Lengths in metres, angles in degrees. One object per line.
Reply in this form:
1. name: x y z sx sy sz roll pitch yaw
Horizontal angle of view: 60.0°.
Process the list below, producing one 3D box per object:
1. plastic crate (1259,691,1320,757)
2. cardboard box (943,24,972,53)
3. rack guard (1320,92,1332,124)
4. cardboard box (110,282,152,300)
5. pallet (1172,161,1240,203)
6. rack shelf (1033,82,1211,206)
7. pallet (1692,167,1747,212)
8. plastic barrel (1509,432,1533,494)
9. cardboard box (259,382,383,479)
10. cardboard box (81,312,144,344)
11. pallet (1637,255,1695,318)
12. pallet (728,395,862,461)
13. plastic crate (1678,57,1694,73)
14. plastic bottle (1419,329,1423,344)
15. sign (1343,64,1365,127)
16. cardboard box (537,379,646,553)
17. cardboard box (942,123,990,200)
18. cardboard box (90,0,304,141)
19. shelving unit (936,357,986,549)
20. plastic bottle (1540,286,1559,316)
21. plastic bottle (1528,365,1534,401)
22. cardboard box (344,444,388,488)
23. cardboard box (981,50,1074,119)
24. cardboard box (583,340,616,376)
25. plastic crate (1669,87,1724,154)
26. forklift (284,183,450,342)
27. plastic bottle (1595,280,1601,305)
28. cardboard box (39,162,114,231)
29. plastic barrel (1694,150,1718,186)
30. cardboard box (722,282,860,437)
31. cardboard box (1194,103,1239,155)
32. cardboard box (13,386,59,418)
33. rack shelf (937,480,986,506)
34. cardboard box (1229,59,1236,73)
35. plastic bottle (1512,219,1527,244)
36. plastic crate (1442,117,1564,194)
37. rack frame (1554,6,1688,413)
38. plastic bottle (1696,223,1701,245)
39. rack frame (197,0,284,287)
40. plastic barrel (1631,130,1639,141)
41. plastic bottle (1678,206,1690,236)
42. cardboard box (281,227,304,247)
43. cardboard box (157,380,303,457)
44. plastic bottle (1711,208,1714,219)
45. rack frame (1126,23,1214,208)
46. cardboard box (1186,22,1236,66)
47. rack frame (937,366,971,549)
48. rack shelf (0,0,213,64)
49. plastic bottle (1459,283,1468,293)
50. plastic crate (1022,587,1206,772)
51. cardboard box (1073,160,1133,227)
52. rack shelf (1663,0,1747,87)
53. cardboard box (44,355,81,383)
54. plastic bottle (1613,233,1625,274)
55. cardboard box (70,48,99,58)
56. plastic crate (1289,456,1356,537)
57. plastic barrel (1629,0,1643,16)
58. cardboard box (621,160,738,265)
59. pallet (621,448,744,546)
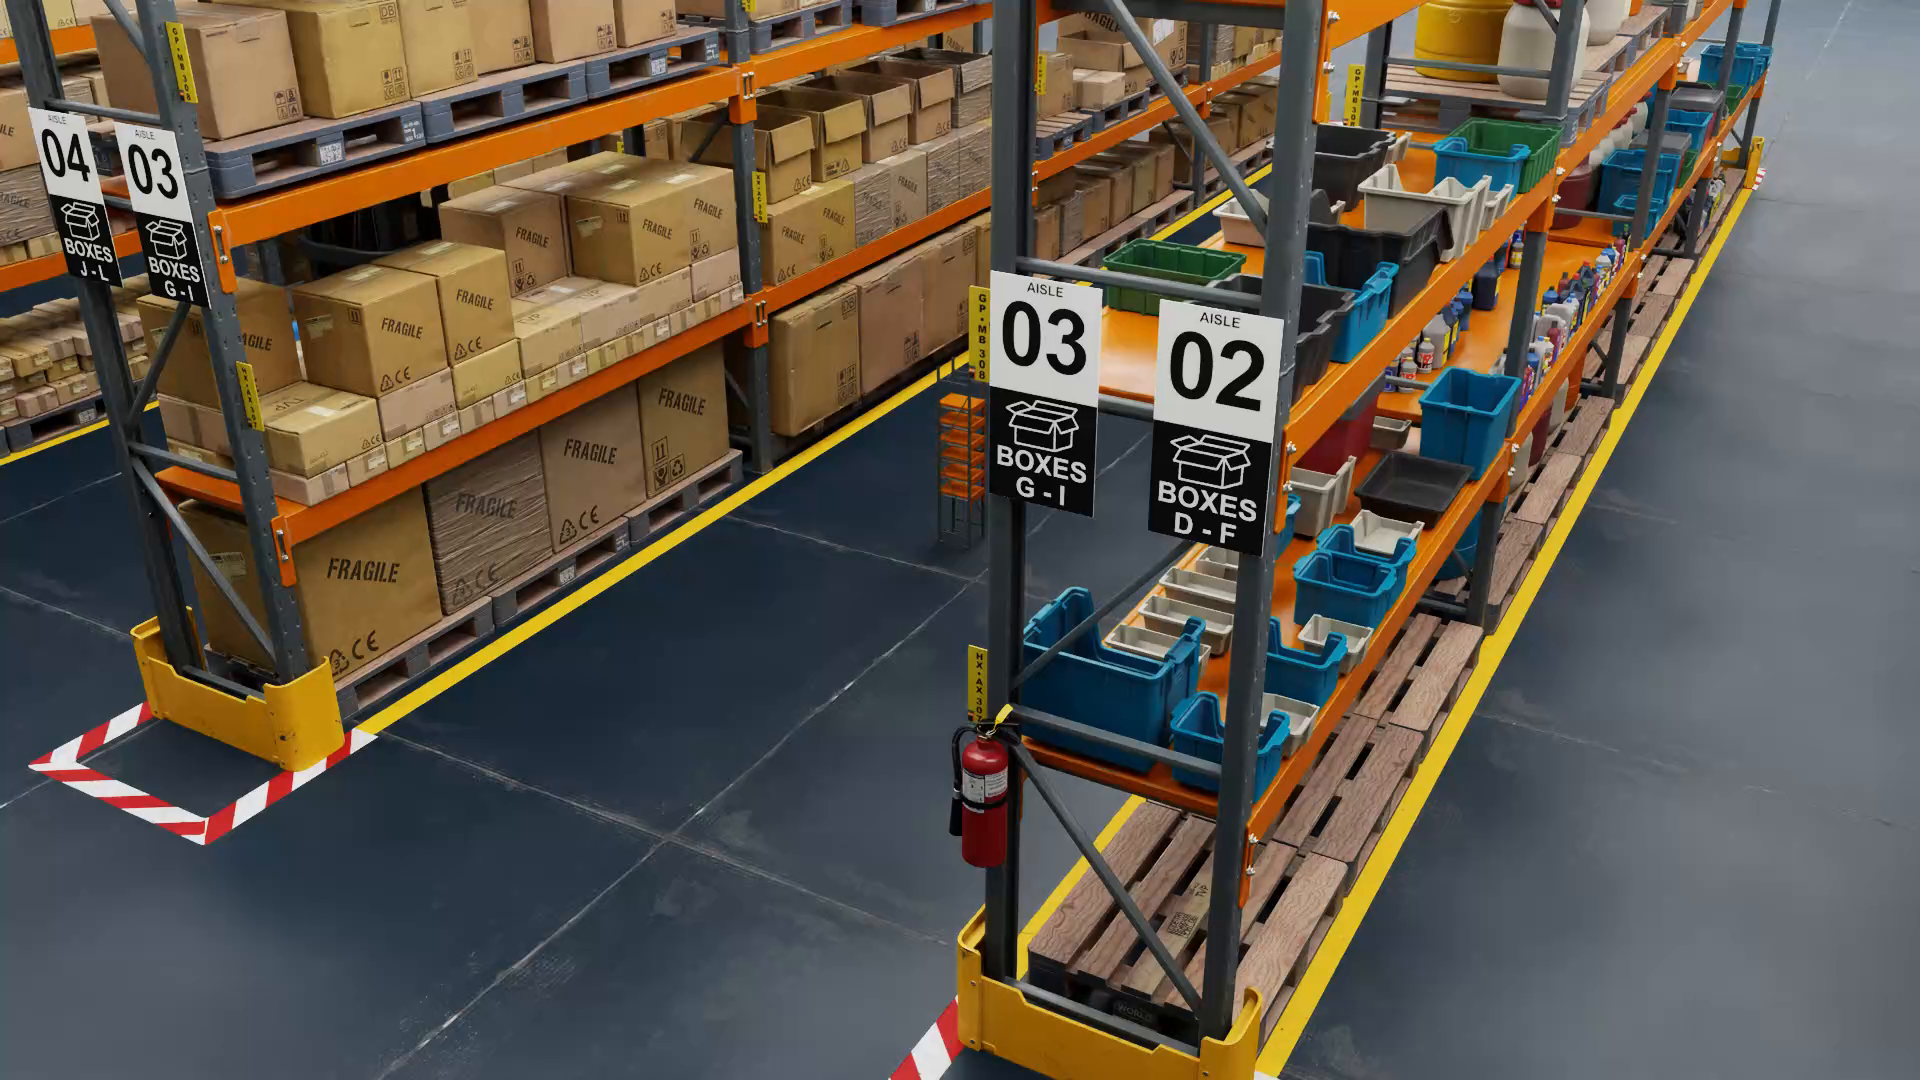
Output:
1. plastic crate: 1.199 0.689 6.250 0.250 0.136 0.298 14 30 26
2. cardboard box: -0.425 -6.688 22.664 0.875 0.875 0.875 14 30 26
3. rack guard: 4.083 -5.450 21.079 1.175 0.500 0.348 14 30 26
4. cardboard box: -6.670 -1.939 13.324 0.380 0.149 0.250 14 30 25
5. pallet: 2.452 -4.061 18.628 1.003 0.211 1.213 14 30 26
6. rack shelf: 1.168 -3.938 16.069 1.077 0.370 4.000 14 30 26
7. pallet: 8.032 -3.905 18.314 1.003 0.211 1.213 14 30 26
8. plastic barrel: 3.515 -0.590 10.888 0.421 0.512 0.421 0 27 0
9. cardboard box: -3.280 -0.556 8.344 0.500 0.250 0.500 13 30 25
10. cardboard box: -6.456 -1.619 12.684 0.380 0.149 0.250 13 29 24
11. pallet: 6.112 -2.387 15.282 1.003 0.211 1.213 14 30 26
12. pallet: -1.469 -0.991 12.495 1.003 0.211 1.213 14 30 26
13. plastic crate: 7.712 -5.111 17.904 0.298 0.136 0.250 14 30 26
14. plastic bottle: 2.696 -1.239 9.928 0.144 0.351 0.185 14 30 26
15. sign: 2.051 -2.298 8.628 0.100 0.325 0.005 14 30 26
16. cardboard box: -2.620 -0.568 10.439 0.875 0.875 0.875 14 30 26
17. cardboard box: -0.093 -3.085 13.450 0.500 0.500 0.500 14 30 26
18. cardboard box: -3.542 -2.195 7.741 0.700 0.500 0.500 12 29 23
19. shelving unit: 0.007 -0.542 10.493 0.258 1.200 0.189 14 30 26
20. plastic bottle: 3.709 -1.467 10.474 0.097 0.271 0.097 0 27 0
21. plastic bottle: 3.187 -0.891 9.402 0.097 0.201 0.097 0 27 0
22. cardboard box: -3.164 -0.416 8.510 0.380 0.149 0.250 14 30 25
23. cardboard box: 0.603 -4.171 15.151 0.700 0.500 0.500 19 32 33
24. cardboard box: -2.280 -1.117 9.911 0.380 0.149 0.250 14 30 25
25. plastic crate: 6.493 -3.721 14.760 0.402 0.464 0.583 14 30 26
26. forklift: -4.046 -2.446 12.362 1.130 2.935 3.031 13 29 24
27. plastic bottle: 4.148 -1.652 10.922 0.097 0.201 0.097 0 27 0
28. cardboard box: -6.546 -2.584 12.117 0.500 0.500 0.500 14 30 26
29. plastic barrel: 7.929 -4.114 17.927 0.421 0.512 0.421 0 27 0
30. cardboard box: -1.486 -1.413 12.125 1.225 0.875 0.875 14 30 26
31. cardboard box: 2.896 -4.740 19.191 0.500 0.500 0.500 11 29 22
32. cardboard box: -6.847 -1.033 12.177 0.380 0.149 0.250 13 29 24
33. rack shelf: 0.007 -0.288 10.620 0.258 0.103 0.180 14 30 26
34. cardboard box: 2.753 -5.142 17.952 0.380 0.149 0.250 14 30 26
35. plastic bottle: 4.003 -2.236 12.005 0.152 0.276 0.135 14 30 26
36. plastic crate: 2.584 -1.845 7.971 0.450 0.188 0.662 14 30 26
37. rack frame: 4.497 -2.389 12.172 1.000 3.000 0.127 14 30 26
38. plastic bottle: 7.003 -2.952 15.854 0.097 0.271 0.097 0 27 0
39. rack frame: -6.052 -3.053 13.497 1.000 3.000 0.127 14 30 26
40. plastic barrel: 5.680 -3.404 14.354 0.301 0.262 0.301 0 27 0
41. plastic bottle: 7.045 -3.113 16.161 0.061 0.283 0.133 14 30 26
42. cardboard box: -5.458 -2.688 14.254 0.500 0.250 0.500 13 29 24
43. cardboard box: -3.744 -0.675 8.584 0.500 0.250 0.500 14 30 25
44. plastic bottle: 7.475 -3.295 16.617 0.097 0.201 0.097 0 27 0
45. rack frame: 2.152 -5.039 17.465 1.000 3.000 0.127 14 30 26
46. cardboard box: 2.428 -5.378 17.699 0.875 0.500 0.500 14 30 26
47. rack frame: -0.038 -0.507 10.421 0.240 1.200 0.006 14 30 26
48. rack shelf: -7.036 -3.293 11.430 1.077 0.370 4.000 14 30 26
49. plastic bottle: 3.201 -1.569 10.677 0.097 0.271 0.097 0 27 0
50. plastic crate: 0.563 0.514 6.265 0.616 0.435 0.499 14 30 26
51. cardboard box: 1.306 -3.483 16.659 0.700 0.500 0.500 12 29 22
52. rack shelf: 5.481 -4.188 13.219 1.077 0.370 4.000 14 30 26
53. cardboard box: -6.804 -1.315 12.409 0.380 0.149 0.250 16 31 28
54. plastic bottle: 4.556 -1.996 11.516 0.061 0.283 0.133 14 30 26
55. cardboard box: -6.486 -3.555 12.940 0.500 0.500 0.500 15 30 27
56. plastic crate: 1.617 -0.250 7.963 0.437 0.282 0.530 14 30 26
57. plastic barrel: 4.215 -3.890 10.870 0.600 0.830 0.708 14 30 26
58. cardboard box: -1.776 -2.084 10.560 0.500 0.500 0.500 15 30 28
59. pallet: -2.225 -0.395 11.303 1.003 0.211 1.213 14 30 26
